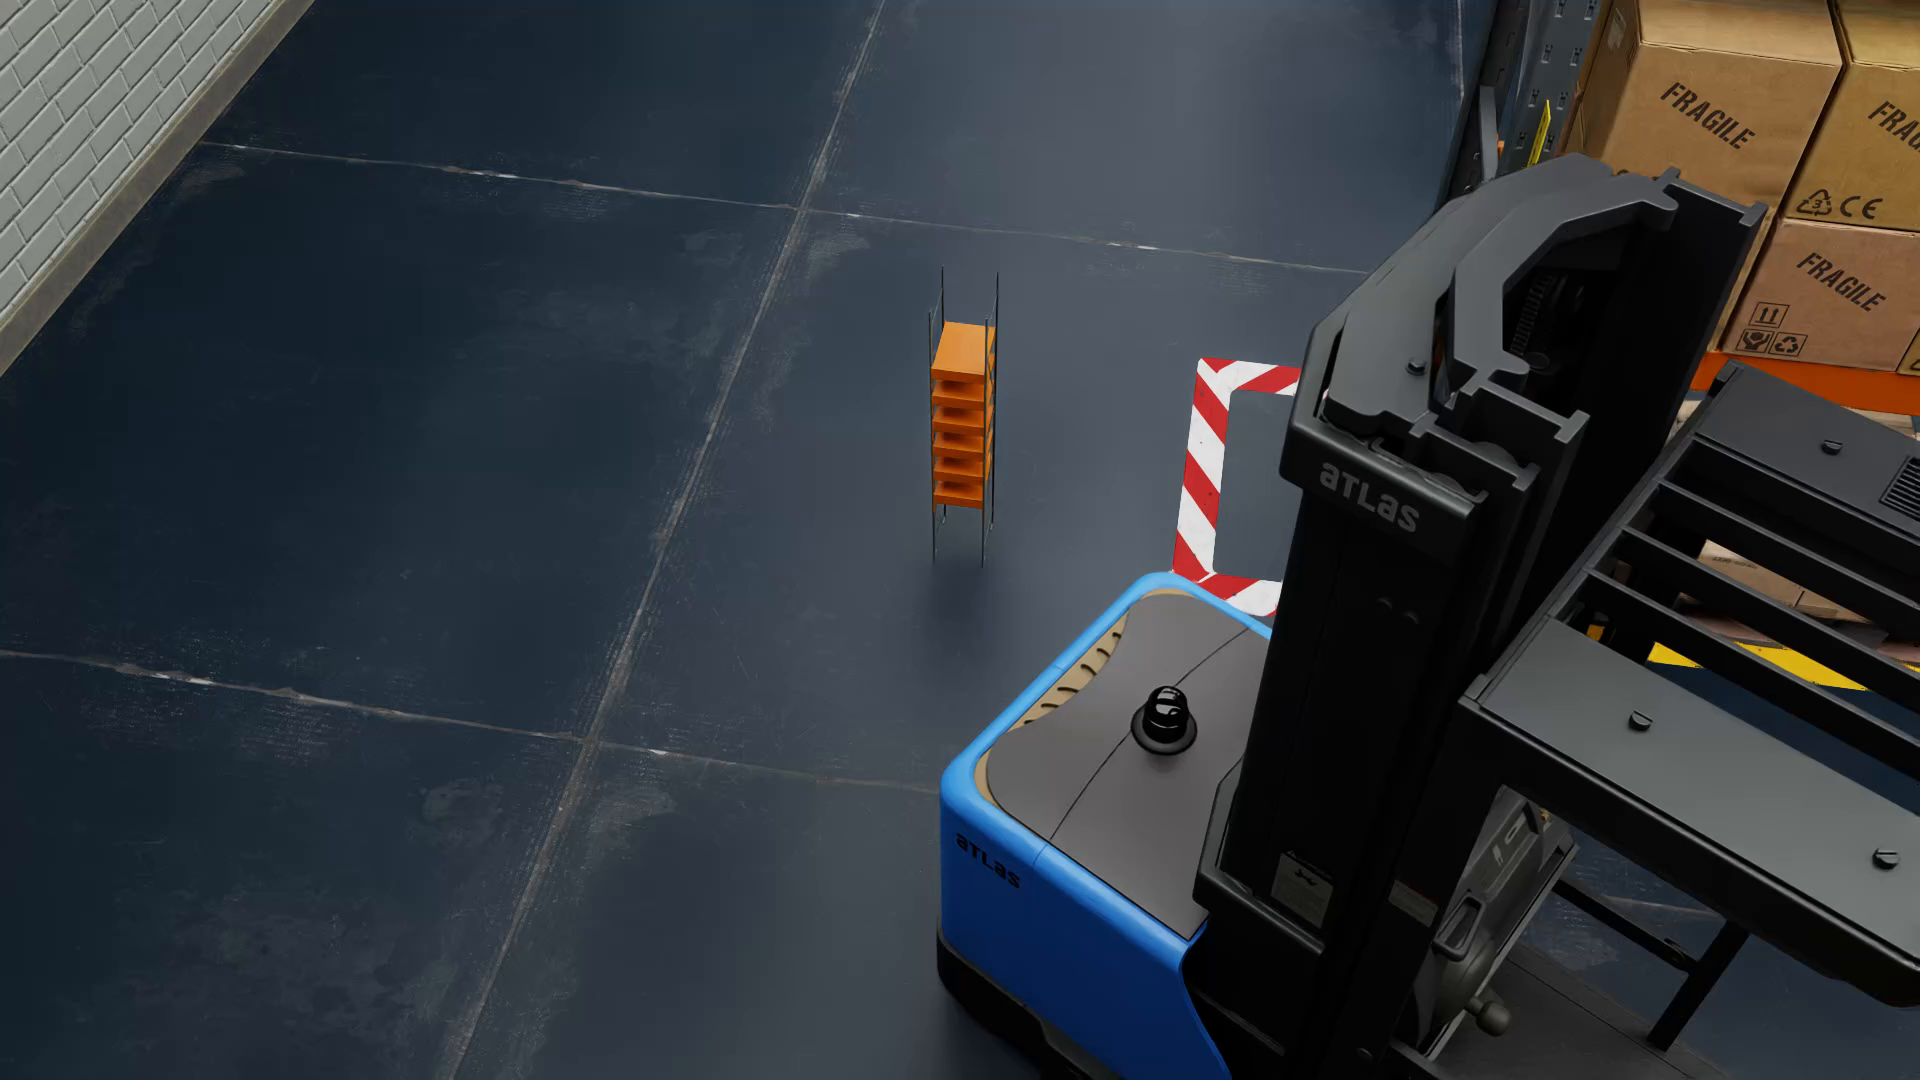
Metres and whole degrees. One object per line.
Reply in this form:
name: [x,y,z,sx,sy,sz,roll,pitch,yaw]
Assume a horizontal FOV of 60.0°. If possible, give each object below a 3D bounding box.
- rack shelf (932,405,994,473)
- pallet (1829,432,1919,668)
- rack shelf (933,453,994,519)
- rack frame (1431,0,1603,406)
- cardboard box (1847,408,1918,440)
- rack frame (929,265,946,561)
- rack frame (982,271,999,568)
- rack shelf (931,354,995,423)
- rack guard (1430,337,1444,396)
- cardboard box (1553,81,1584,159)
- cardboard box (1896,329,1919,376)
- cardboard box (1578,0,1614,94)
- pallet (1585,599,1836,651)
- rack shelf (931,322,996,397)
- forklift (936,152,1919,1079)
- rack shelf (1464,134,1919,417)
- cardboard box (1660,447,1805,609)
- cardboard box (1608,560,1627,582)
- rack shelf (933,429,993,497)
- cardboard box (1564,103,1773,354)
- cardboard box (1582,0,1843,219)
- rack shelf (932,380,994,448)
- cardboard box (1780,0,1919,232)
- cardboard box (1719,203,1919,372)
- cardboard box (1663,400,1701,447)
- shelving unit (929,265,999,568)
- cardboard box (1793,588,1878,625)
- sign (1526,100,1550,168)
rack shelf: [0.014,-0.369,5.835,0.180,0.103,0.258,8,49,7]
pallet: [3.737,0.051,6.063,1.213,0.211,1.003,8,49,7]
rack shelf: [0.014,-0.209,6.014,0.180,0.103,0.258,8,49,7]
rack frame: [1.681,-1.159,5.275,0.127,3.000,1.000,8,49,7]
cardboard box: [3.189,-0.348,6.099,0.500,0.250,0.500,8,49,7]
rack frame: [-0.076,-0.411,5.813,0.006,1.200,0.240,8,49,7]
rack frame: [0.104,-0.387,5.791,0.006,1.200,0.240,8,49,7]
rack shelf: [0.014,-0.530,5.657,0.180,0.103,0.258,8,49,7]
rack guard: [1.755,-0.314,6.196,0.348,0.500,1.175,8,49,7]
cardboard box: [2.170,-1.333,5.364,0.500,0.500,0.500,9,49,8]
cardboard box: [3.072,-0.808,4.892,0.500,0.500,0.500,8,49,7]
cardboard box: [2.168,-1.669,4.994,0.500,0.500,0.500,7,48,6]
pallet: [2.540,-0.112,6.209,1.213,0.211,1.003,8,49,7]
rack shelf: [0.014,-0.610,5.567,0.180,0.103,0.258,8,49,7]
forklift: [1.383,0.785,3.575,3.031,2.935,1.130,32,56,26]
rack shelf: [3.649,-0.654,5.305,4.000,0.370,1.077,8,49,7]
cardboard box: [2.657,-0.042,5.824,0.500,0.250,0.500,8,49,7]
cardboard box: [2.278,-0.019,5.860,0.250,0.166,0.380,8,49,7]
rack shelf: [0.014,-0.289,5.924,0.180,0.103,0.258,8,49,7]
cardboard box: [2.070,-0.941,5.012,0.500,0.500,0.500,9,49,8]
cardboard box: [2.070,-1.275,4.640,0.500,0.500,0.500,9,49,8]
rack shelf: [0.014,-0.450,5.746,0.180,0.103,0.258,8,49,7]
cardboard box: [2.586,-1.212,4.583,0.500,0.500,0.500,8,49,7]
cardboard box: [2.579,-0.877,4.954,0.500,0.500,0.500,7,48,6]
cardboard box: [2.642,-0.348,6.155,0.250,0.166,0.380,8,49,7]
shelving unit: [0.014,-0.399,5.802,0.189,1.200,0.258,8,49,7]
cardboard box: [3.149,0.024,5.764,0.500,0.250,0.500,8,49,7]
sign: [1.584,-1.052,4.596,0.005,0.325,0.100,8,49,7]
